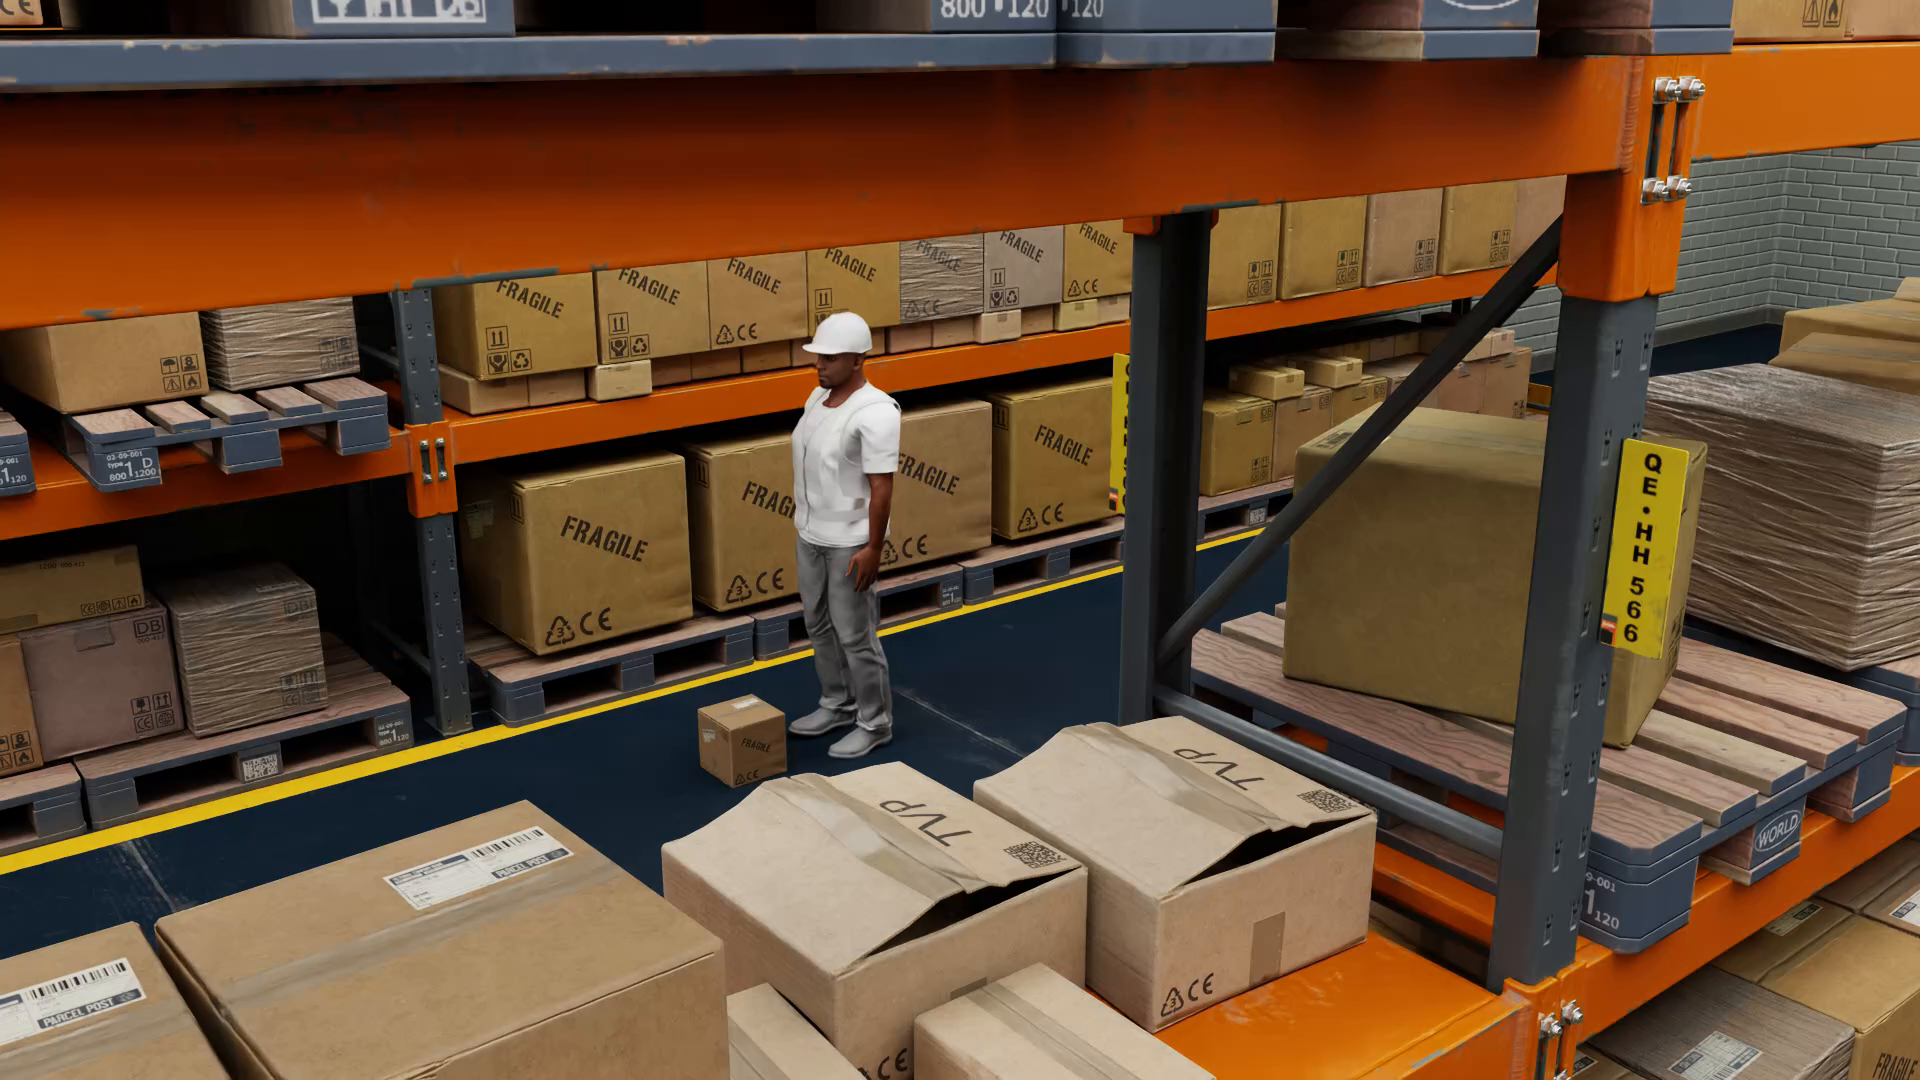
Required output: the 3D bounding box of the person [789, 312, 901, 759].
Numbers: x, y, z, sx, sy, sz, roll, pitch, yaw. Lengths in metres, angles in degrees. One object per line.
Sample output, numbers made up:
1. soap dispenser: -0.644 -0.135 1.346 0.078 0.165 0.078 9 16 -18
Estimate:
1. person: -0.467 -0.016 6.578 0.365 1.764 0.562 -12 21 -34
